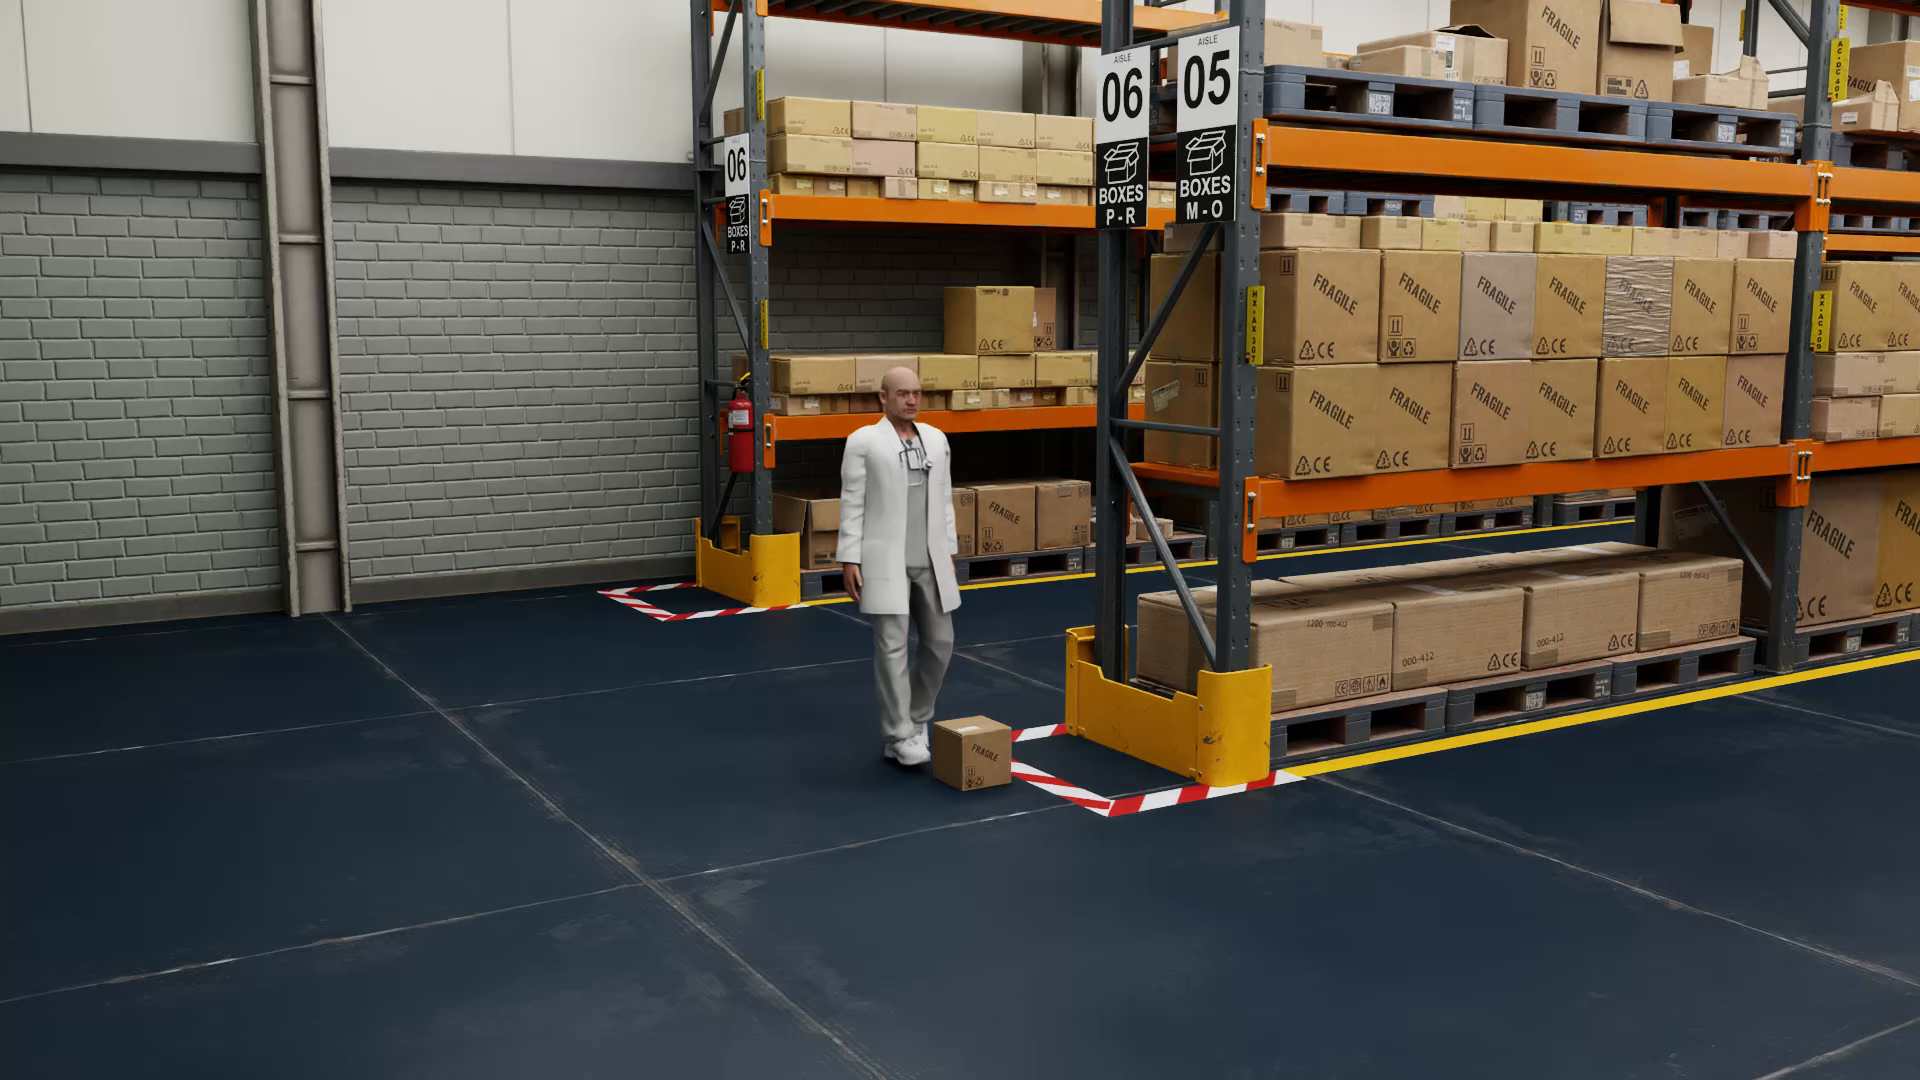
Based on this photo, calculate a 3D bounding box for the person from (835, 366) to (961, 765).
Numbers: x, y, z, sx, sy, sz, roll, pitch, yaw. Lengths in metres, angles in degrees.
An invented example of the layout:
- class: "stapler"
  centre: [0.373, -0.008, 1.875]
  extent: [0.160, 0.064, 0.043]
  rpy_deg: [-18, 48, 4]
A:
- class: "person"
  centre: [-0.268, 0.116, 7.566]
  extent: [0.625, 1.799, 0.683]
  rpy_deg: [-4, 9, -26]
